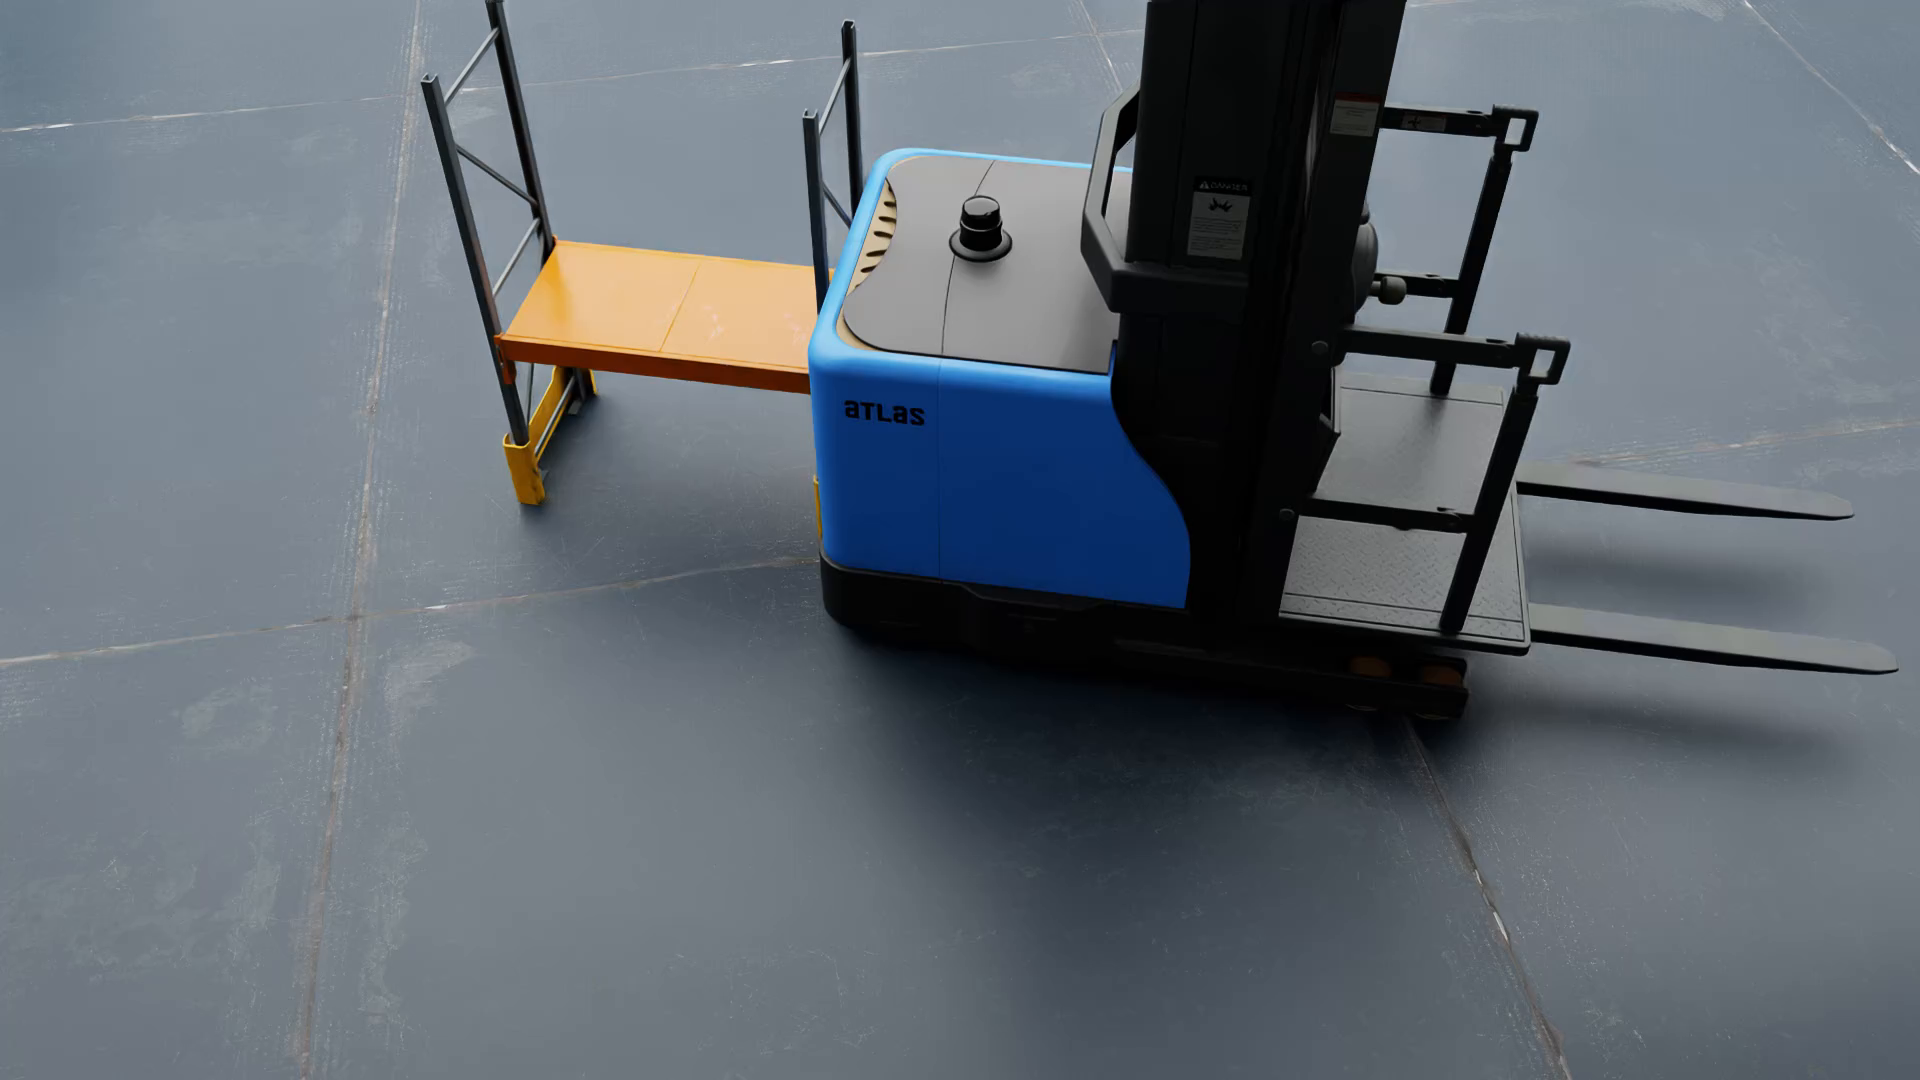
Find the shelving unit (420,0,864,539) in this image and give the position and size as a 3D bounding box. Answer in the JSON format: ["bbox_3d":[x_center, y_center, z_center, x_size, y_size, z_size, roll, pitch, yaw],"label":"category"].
[{"bbox_3d":[-0.852,-0.784,4.964,1.083,1.500,0.587,7,46,7],"label":"shelving unit"}]

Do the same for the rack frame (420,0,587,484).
[{"bbox_3d":[-1.344,-0.845,5.022,0.032,1.500,0.500,7,46,7],"label":"rack frame"}]

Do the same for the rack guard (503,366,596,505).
[{"bbox_3d":[-1.343,-0.411,5.472,0.087,0.250,0.587,7,46,7],"label":"rack guard"}]

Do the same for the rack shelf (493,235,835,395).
[{"bbox_3d":[-0.843,-0.658,5.092,1.000,0.185,0.538,7,46,7],"label":"rack shelf"}]

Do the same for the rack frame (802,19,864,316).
[{"bbox_3d":[-0.342,-0.721,4.904,0.032,1.500,0.500,7,46,7],"label":"rack frame"}]

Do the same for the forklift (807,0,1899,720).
[{"bbox_3d":[1.157,-0.918,4.099,3.031,2.935,1.130,7,46,7],"label":"forklift"}]

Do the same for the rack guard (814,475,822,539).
[{"bbox_3d":[-0.361,-0.290,5.356,0.087,0.250,0.587,7,46,7],"label":"rack guard"}]
